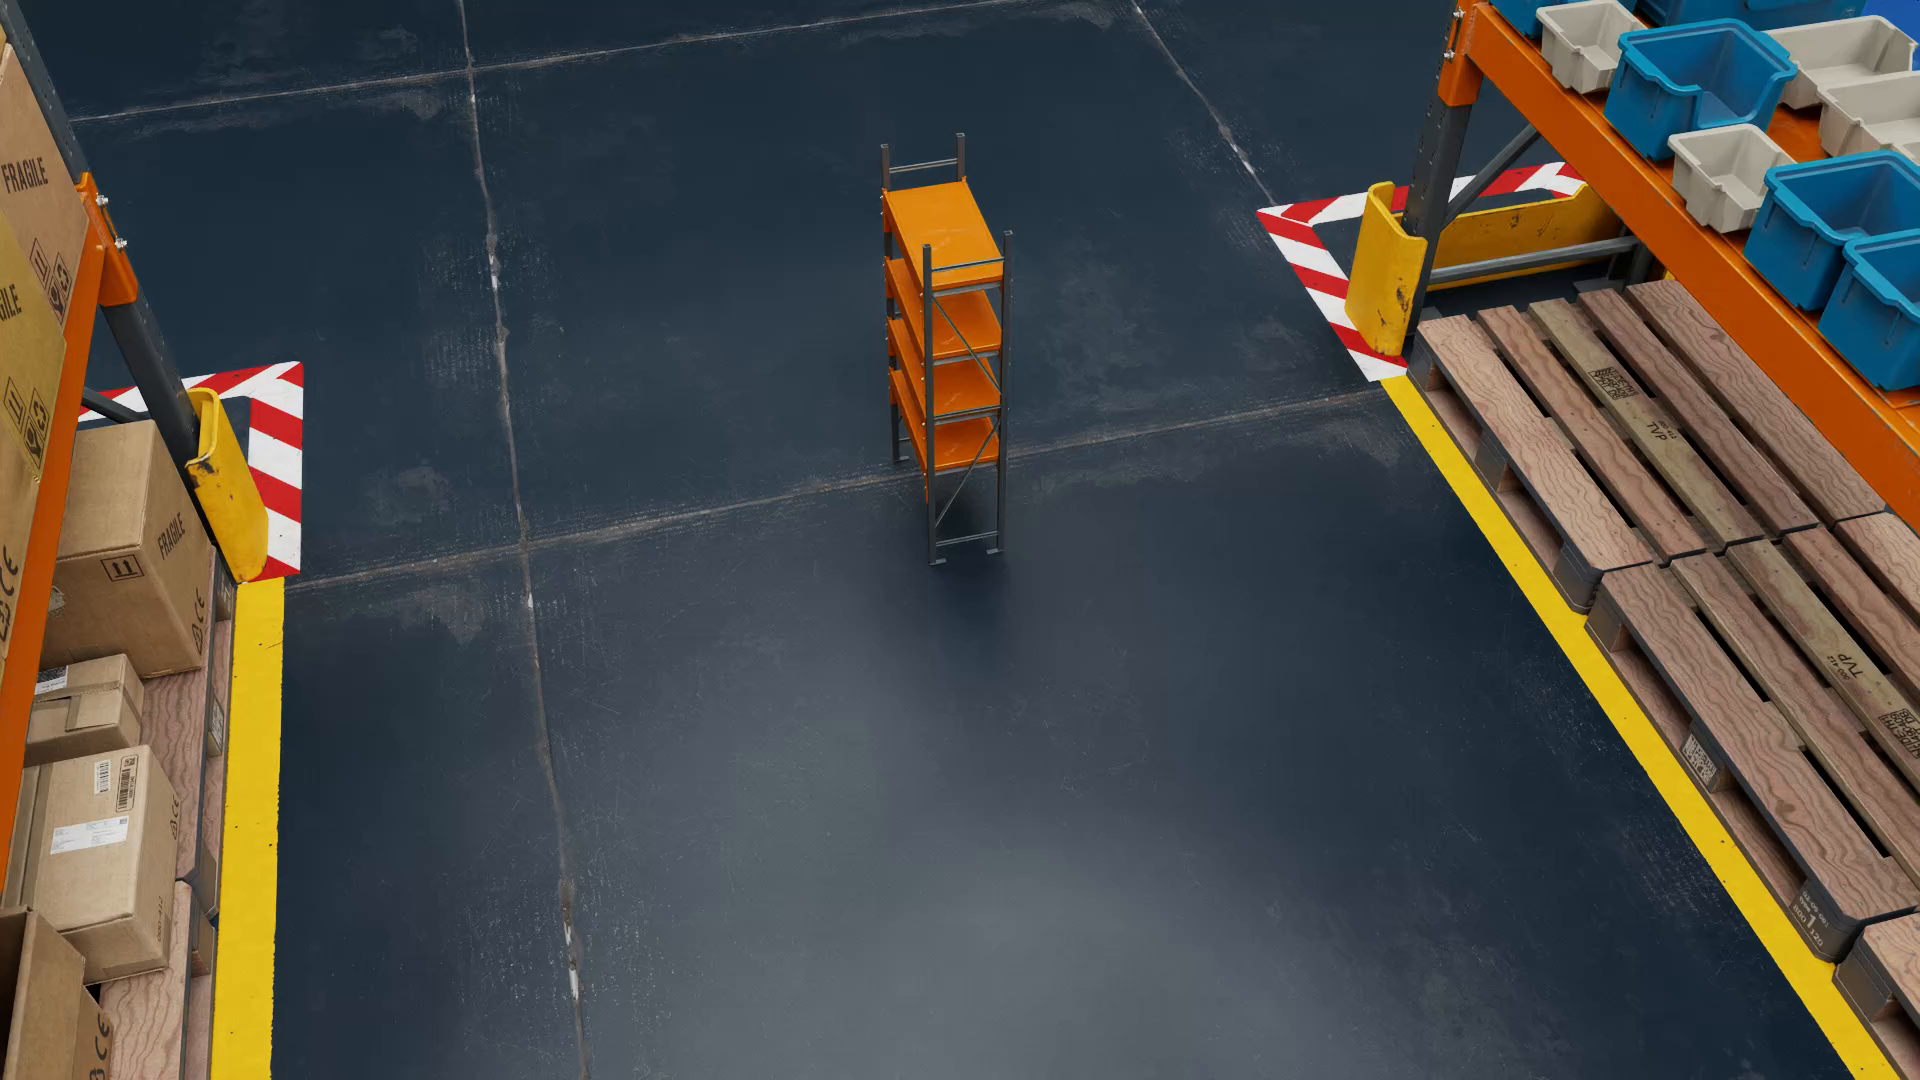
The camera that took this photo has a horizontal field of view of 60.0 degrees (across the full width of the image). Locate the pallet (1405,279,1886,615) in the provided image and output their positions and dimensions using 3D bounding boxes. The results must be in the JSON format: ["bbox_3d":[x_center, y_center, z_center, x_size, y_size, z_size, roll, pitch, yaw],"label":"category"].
[{"bbox_3d":[2.191,-0.346,5.442,1.003,0.211,1.213,-11,47,-10],"label":"pallet"}]

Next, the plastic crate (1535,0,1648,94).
[{"bbox_3d":[1.764,-1.360,4.626,0.250,0.136,0.298,-11,47,-10],"label":"plastic crate"}]

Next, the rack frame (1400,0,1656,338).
[{"bbox_3d":[2.017,-1.899,5.011,1.000,3.000,0.127,-11,47,-10],"label":"rack frame"}]

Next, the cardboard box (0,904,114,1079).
[{"bbox_3d":[-2.234,1.189,3.424,0.797,0.503,0.637,-11,47,-10],"label":"cardboard box"}]

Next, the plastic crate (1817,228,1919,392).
[{"bbox_3d":[2.176,-0.514,3.729,0.416,0.233,0.300,-11,47,-10],"label":"plastic crate"}]

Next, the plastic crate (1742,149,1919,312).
[{"bbox_3d":[2.099,-0.722,3.932,0.416,0.233,0.300,-11,47,-10],"label":"plastic crate"}]

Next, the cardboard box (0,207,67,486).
[{"bbox_3d":[-2.258,-0.414,3.485,0.500,0.500,0.500,-10,46,-10],"label":"cardboard box"}]

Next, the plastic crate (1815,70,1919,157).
[{"bbox_3d":[2.461,-1.095,4.365,0.396,0.136,0.243,-11,47,-10],"label":"plastic crate"}]

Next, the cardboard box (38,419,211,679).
[{"bbox_3d":[-2.395,0.056,4.538,0.500,0.500,0.500,-11,47,-10],"label":"cardboard box"}]

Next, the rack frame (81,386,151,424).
[{"bbox_3d":[-2.775,-0.995,4.125,0.949,2.616,0.053,-11,47,-10],"label":"rack frame"}]

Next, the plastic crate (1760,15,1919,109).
[{"bbox_3d":[2.401,-1.298,4.564,0.396,0.136,0.243,-11,47,-10],"label":"plastic crate"}]

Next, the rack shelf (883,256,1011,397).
[{"bbox_3d":[-0.042,-0.644,4.822,0.258,0.148,0.480,-11,47,-10],"label":"rack shelf"}]

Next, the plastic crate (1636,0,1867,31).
[{"bbox_3d":[2.283,-1.735,4.784,0.616,0.435,0.499,-11,47,-10],"label":"plastic crate"}]

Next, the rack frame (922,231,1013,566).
[{"bbox_3d":[0.020,-0.366,4.768,0.240,1.200,0.015,-11,47,-10],"label":"rack frame"}]

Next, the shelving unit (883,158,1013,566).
[{"bbox_3d":[-0.042,-0.533,4.932,0.258,1.200,0.499,-11,47,-10],"label":"shelving unit"}]

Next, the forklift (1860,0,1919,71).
[{"bbox_3d":[4.417,-2.371,5.521,1.130,2.935,3.031,-35,55,-29],"label":"forklift"}]

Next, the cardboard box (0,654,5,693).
[{"bbox_3d":[-2.007,0.280,2.806,0.500,0.500,0.500,-11,47,-11],"label":"cardboard box"}]

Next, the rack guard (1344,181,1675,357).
[{"bbox_3d":[1.998,-1.038,5.917,1.175,0.500,0.348,-11,47,-10],"label":"rack guard"}]

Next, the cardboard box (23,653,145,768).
[{"bbox_3d":[-2.378,0.468,4.367,0.380,0.166,0.250,-11,47,-10],"label":"cardboard box"}]

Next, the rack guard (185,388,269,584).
[{"bbox_3d":[-2.753,-0.068,4.967,1.175,0.500,0.348,-11,47,-10],"label":"rack guard"}]

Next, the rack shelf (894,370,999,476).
[{"bbox_3d":[-0.042,-0.376,5.095,0.221,0.050,0.457,-11,47,-10],"label":"rack shelf"}]

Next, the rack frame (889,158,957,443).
[{"bbox_3d":[-0.104,-0.703,5.099,0.228,1.046,0.006,-11,47,-10],"label":"rack frame"}]
